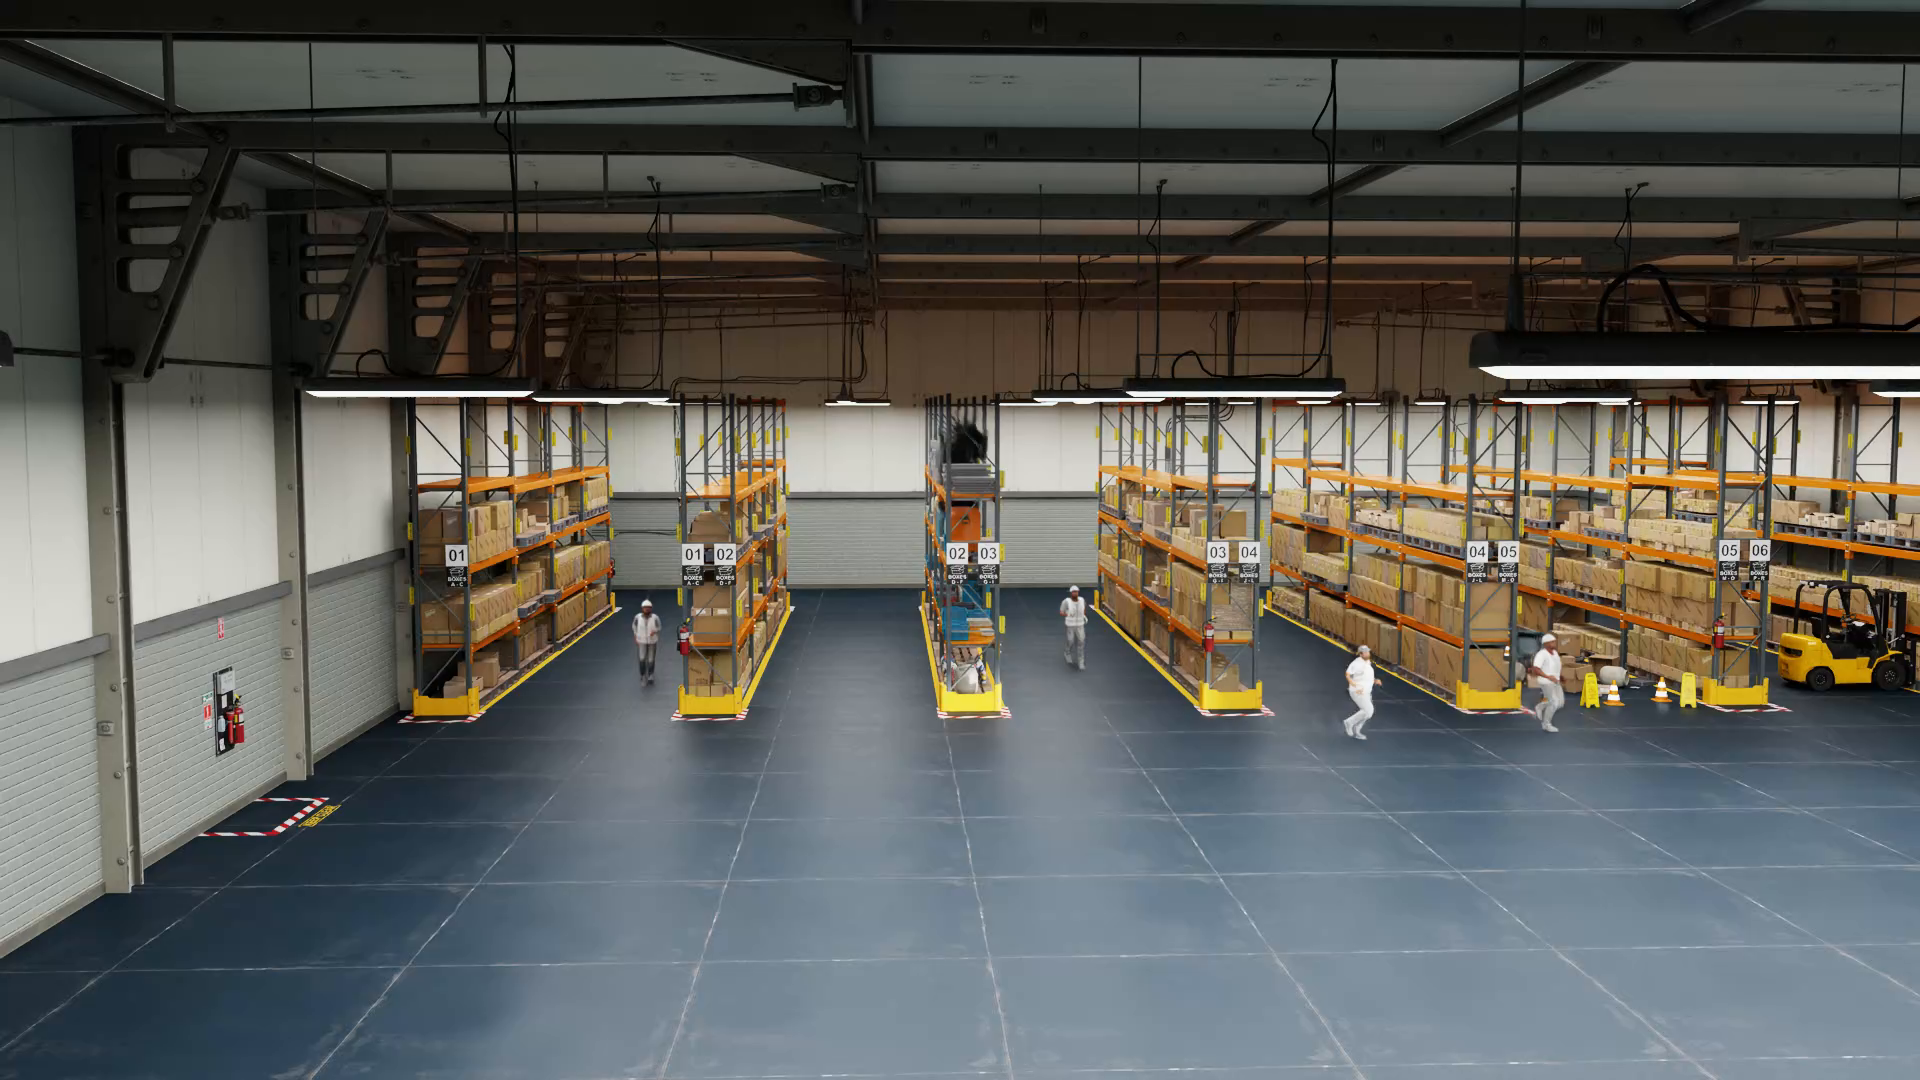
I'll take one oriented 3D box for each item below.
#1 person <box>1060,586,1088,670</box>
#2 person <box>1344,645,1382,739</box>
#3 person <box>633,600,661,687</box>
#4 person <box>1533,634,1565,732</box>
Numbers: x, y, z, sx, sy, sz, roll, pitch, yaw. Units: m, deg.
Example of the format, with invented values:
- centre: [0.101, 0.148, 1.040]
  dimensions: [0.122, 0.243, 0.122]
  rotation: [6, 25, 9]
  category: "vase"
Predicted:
- centre: [2.524, 1.913, 36.790]
  dimensions: [0.672, 1.819, 0.928]
  rotation: [-1, 5, -11]
  category: "person"
- centre: [7.006, 2.635, 28.850]
  dimensions: [0.561, 1.636, 0.592]
  rotation: [3, 6, 37]
  category: "person"
- centre: [-6.478, 2.138, 34.459]
  dimensions: [0.579, 1.810, 0.864]
  rotation: [-1, 5, -13]
  category: "person"
- centre: [10.464, 2.532, 29.595]
  dimensions: [0.703, 1.723, 0.588]
  rotation: [-4, 6, -40]
  category: "person"
